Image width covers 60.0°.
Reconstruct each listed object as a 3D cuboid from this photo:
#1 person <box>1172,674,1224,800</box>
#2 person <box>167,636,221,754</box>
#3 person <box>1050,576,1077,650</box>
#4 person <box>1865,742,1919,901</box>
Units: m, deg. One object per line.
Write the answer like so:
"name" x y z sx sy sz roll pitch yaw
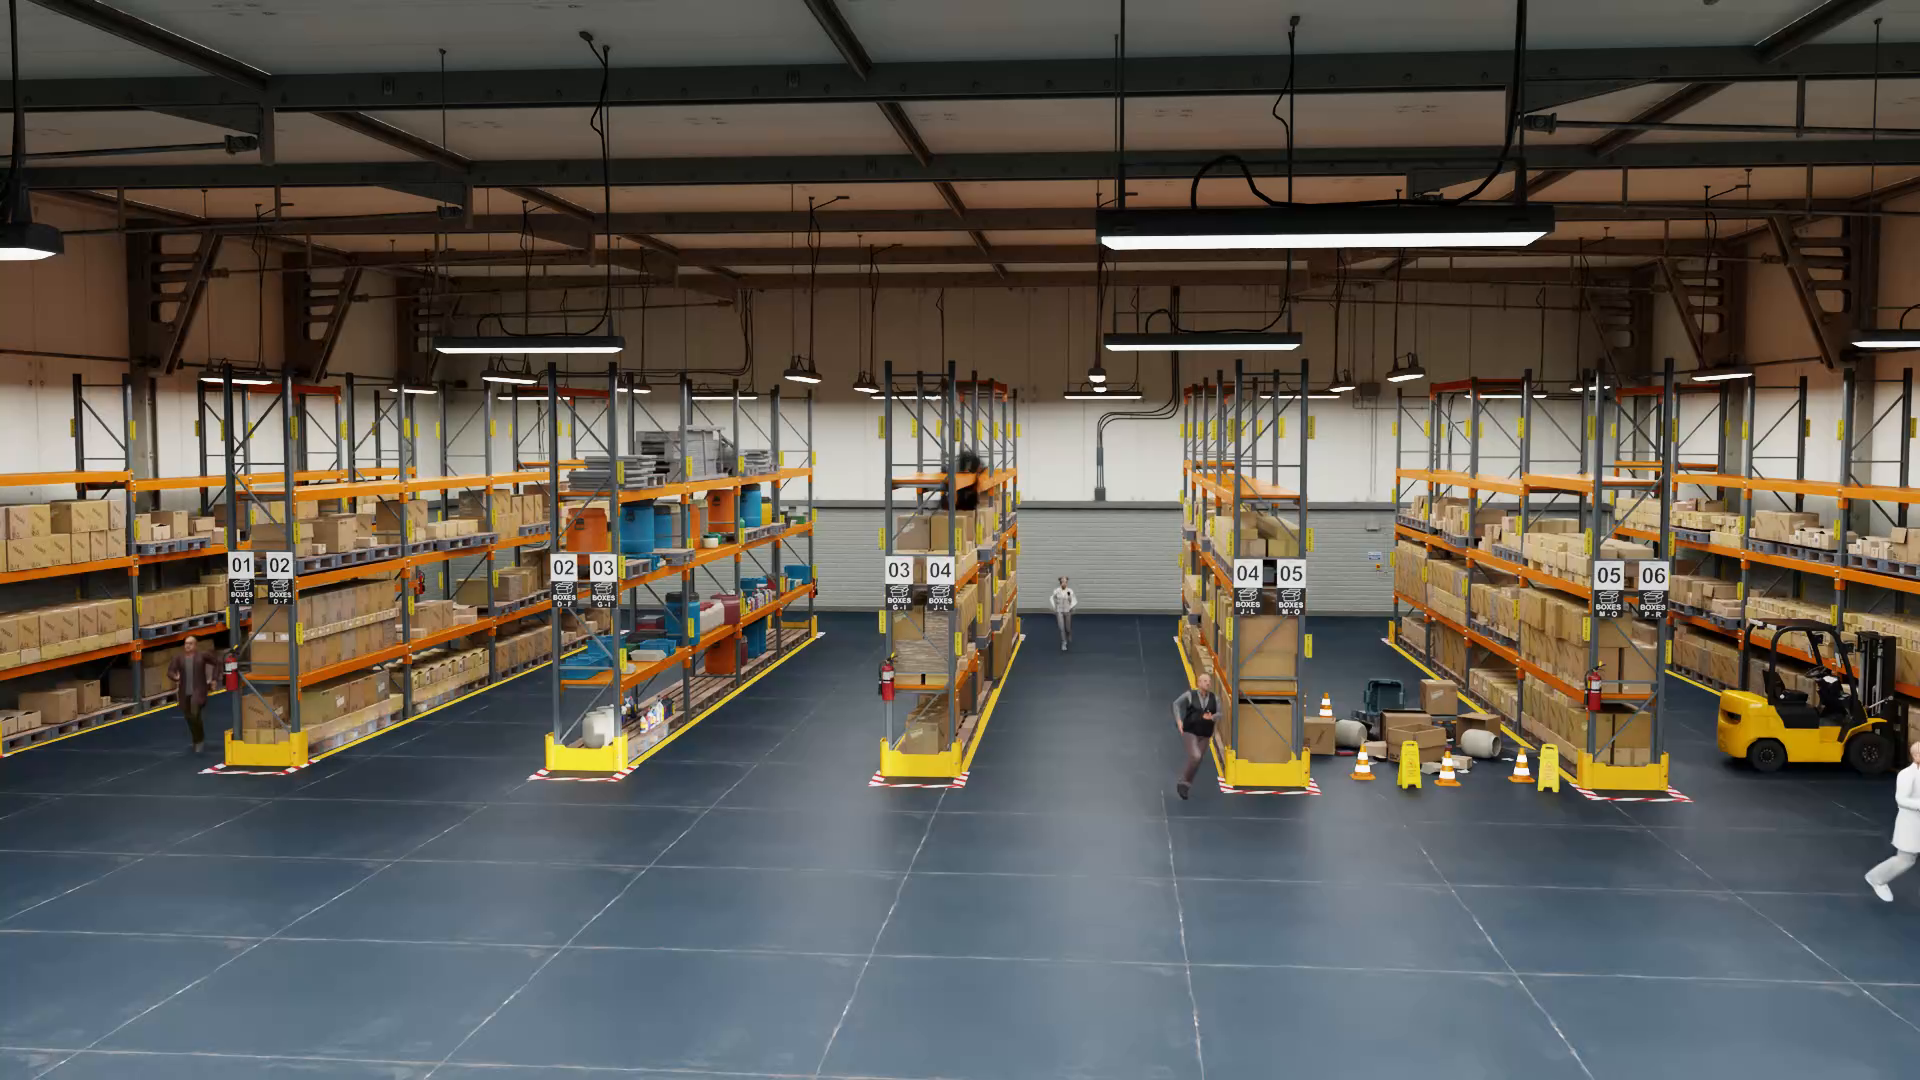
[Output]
"person" 3.238 2.657 22.750 0.716 1.664 0.746 -1 4 -18
"person" -11.955 2.414 25.894 0.698 1.836 0.829 0 4 -2
"person" 2.370 1.665 38.245 0.623 1.696 0.764 0 4 2
"person" 9.856 3.000 17.230 0.738 1.853 0.971 -2 4 -29
